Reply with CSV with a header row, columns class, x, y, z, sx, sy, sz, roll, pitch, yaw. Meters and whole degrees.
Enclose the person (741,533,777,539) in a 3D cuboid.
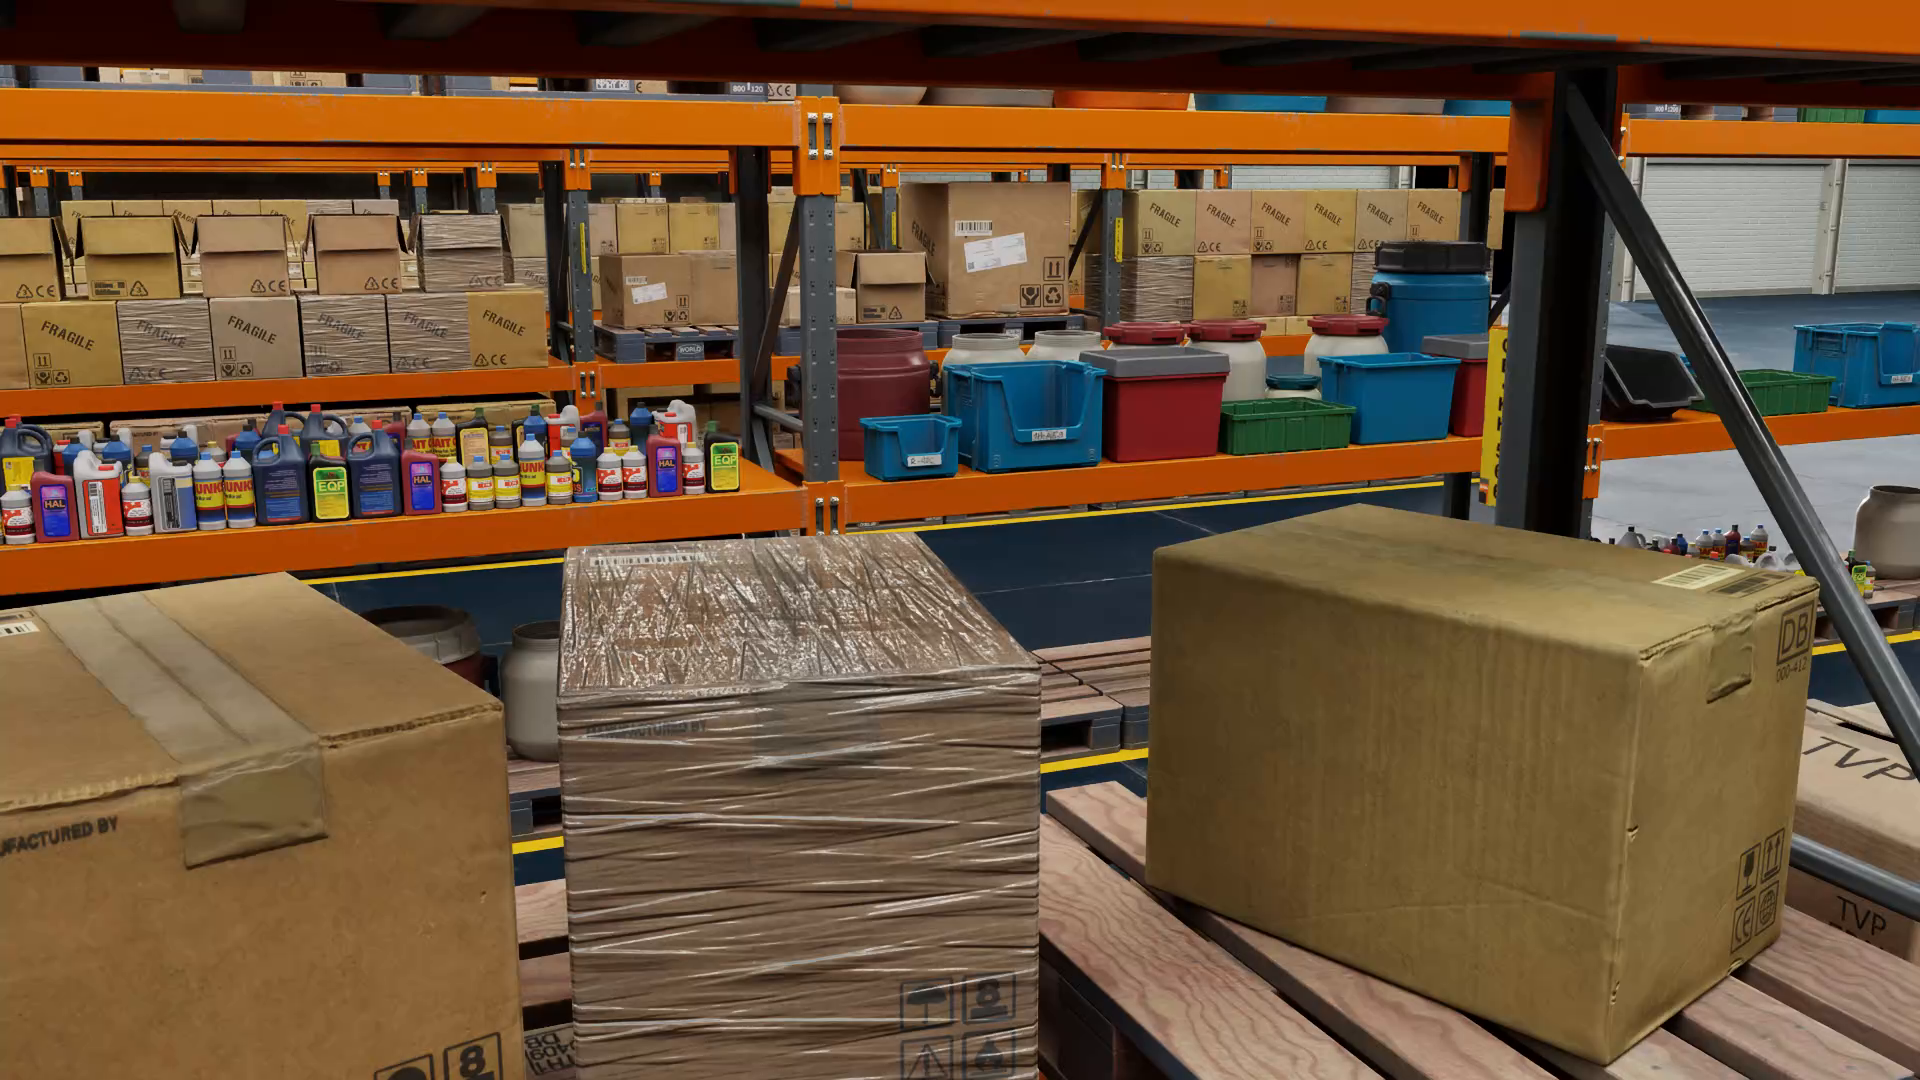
class,x,y,z,sx,sy,sz,roll,pitch,yaw
person,-1.179,0.194,8.727,0.839,0.980,0.466,-6,13,-24
